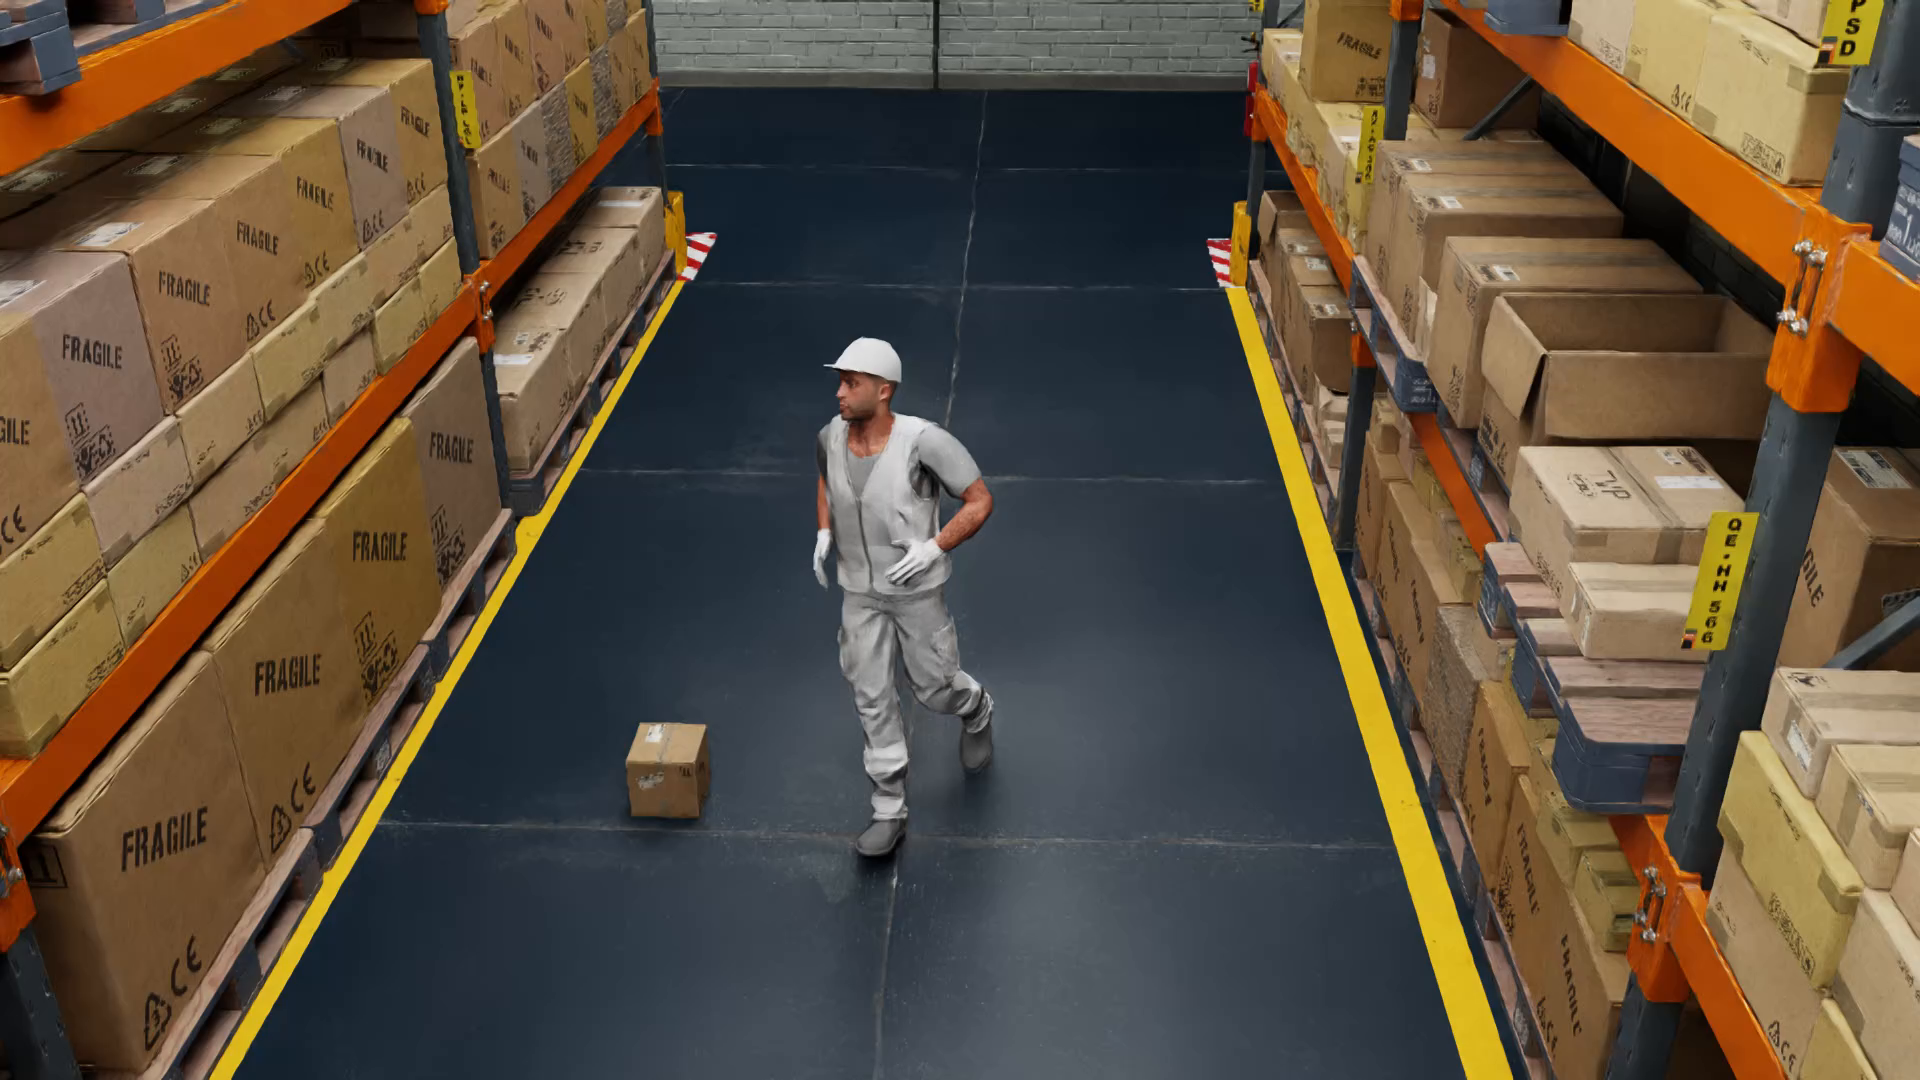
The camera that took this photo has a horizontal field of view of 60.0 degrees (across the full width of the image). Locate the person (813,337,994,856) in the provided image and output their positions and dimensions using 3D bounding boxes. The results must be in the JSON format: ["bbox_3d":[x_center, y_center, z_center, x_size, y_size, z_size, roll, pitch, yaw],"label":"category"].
[{"bbox_3d":[-0.263,0.177,5.771,0.718,1.756,0.889,12,30,21],"label":"person"}]
